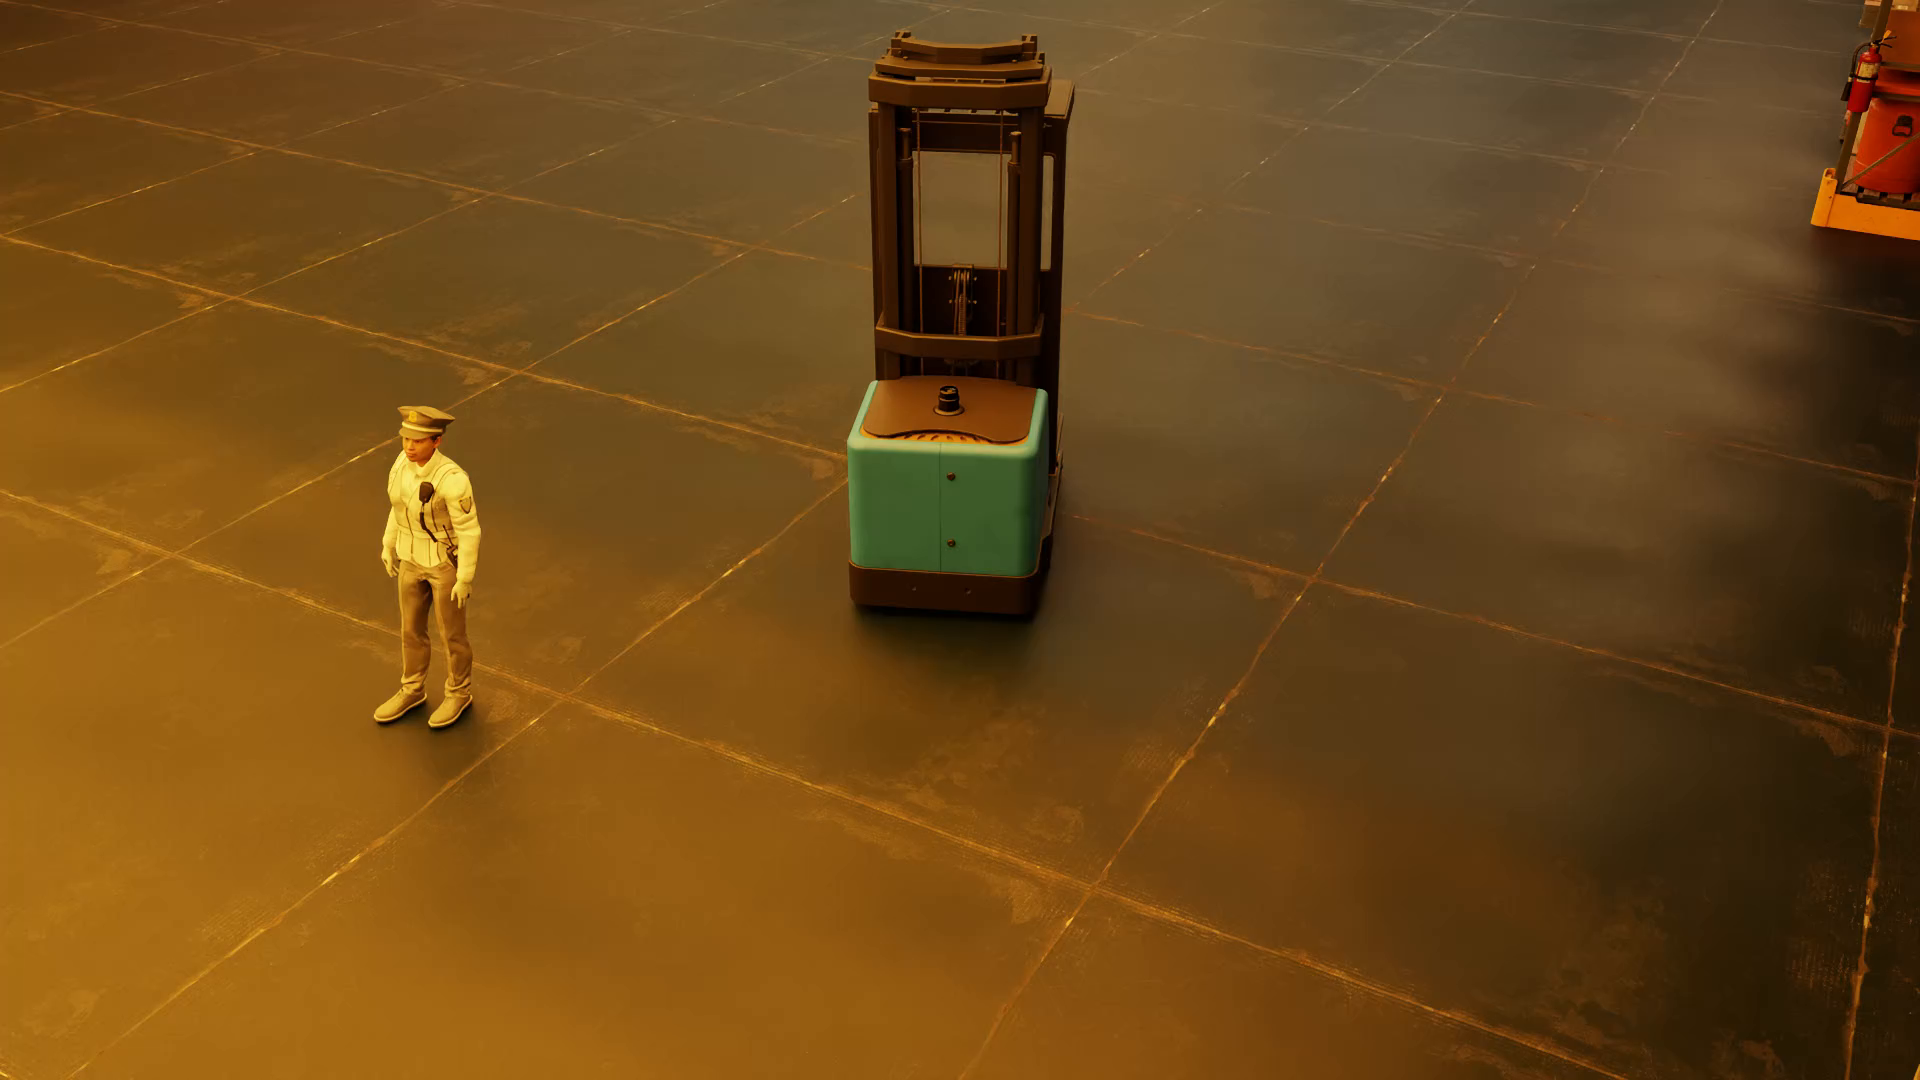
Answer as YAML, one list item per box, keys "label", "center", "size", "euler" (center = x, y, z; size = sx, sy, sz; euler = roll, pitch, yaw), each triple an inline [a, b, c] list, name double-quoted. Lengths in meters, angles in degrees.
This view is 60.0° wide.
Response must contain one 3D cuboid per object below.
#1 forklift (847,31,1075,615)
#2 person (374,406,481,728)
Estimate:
- label: "forklift"
  center: [0.072, -1.572, 9.794]
  size: [1.130, 2.935, 3.031]
  euler: [3, 30, 6]
- label: "person"
  center: [-2.600, 0.139, 8.053]
  size: [0.588, 1.694, 0.530]
  euler: [17, 34, 27]
